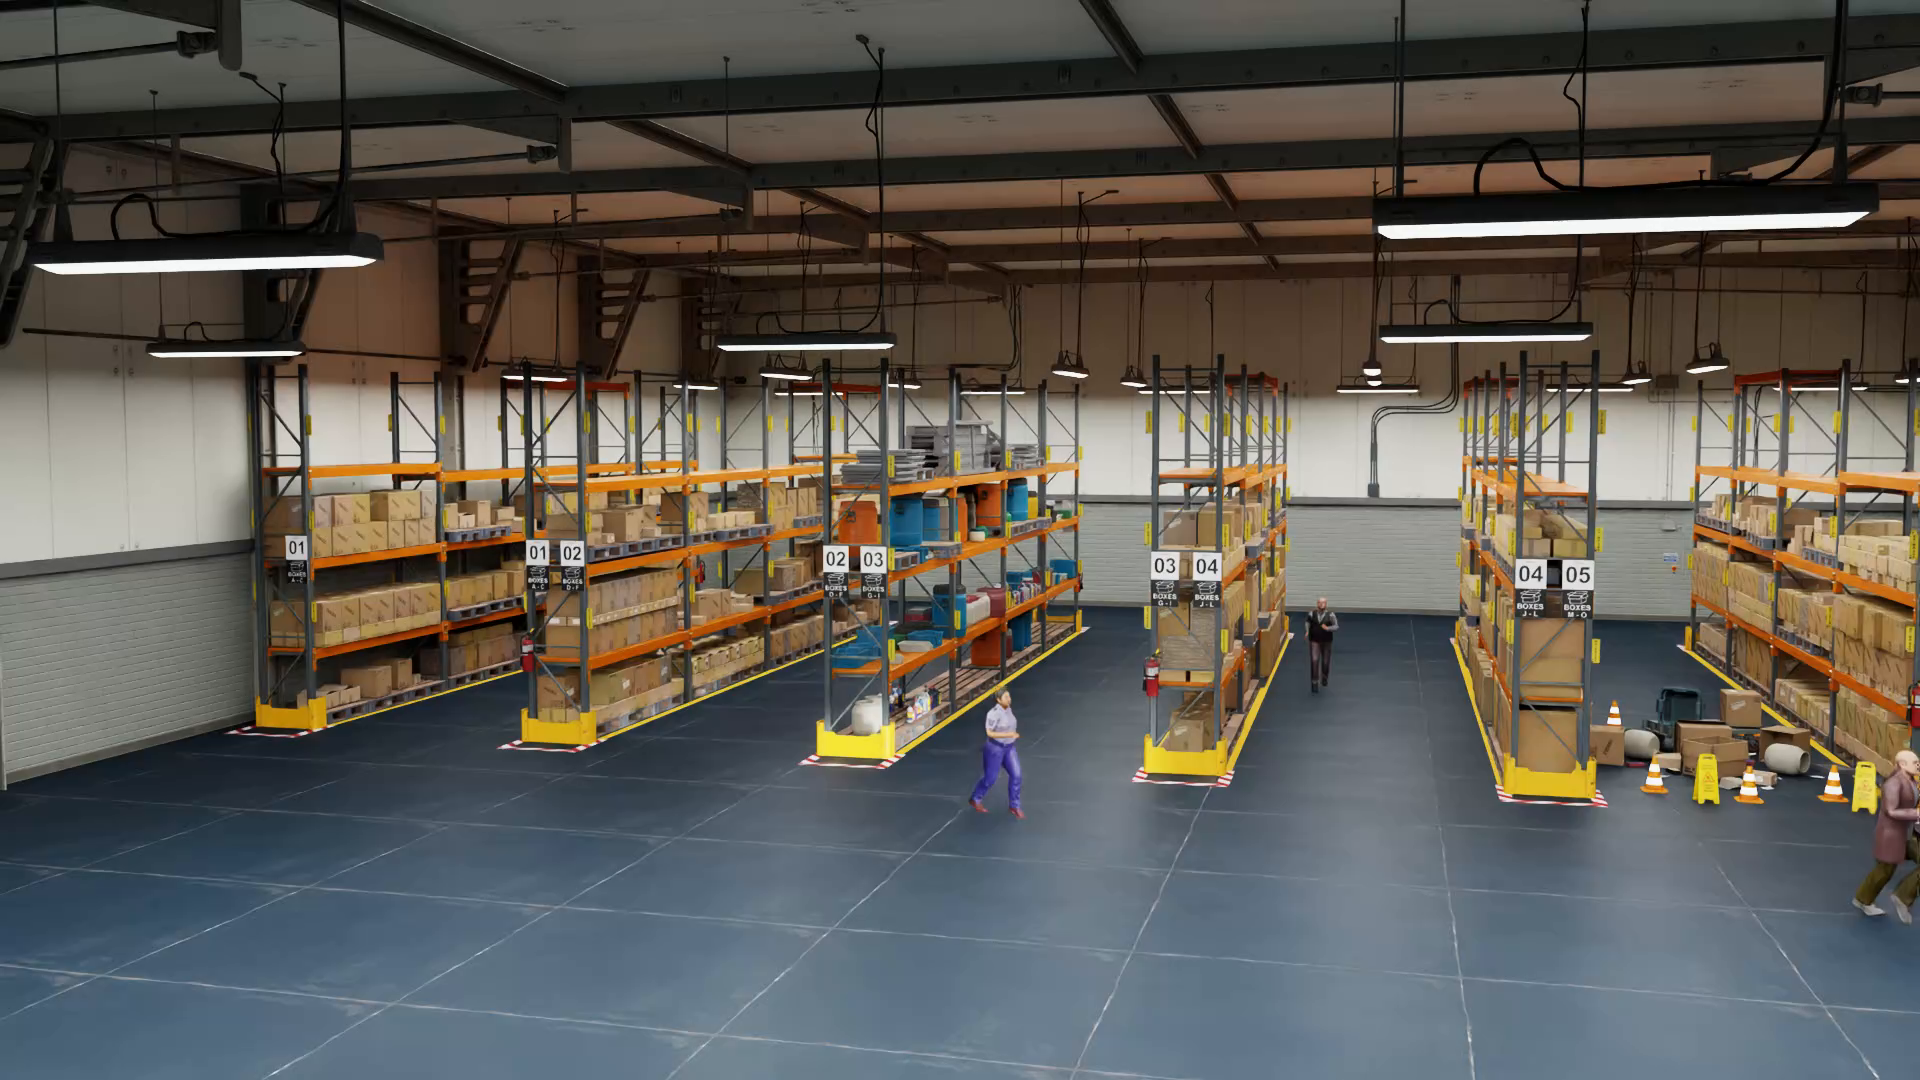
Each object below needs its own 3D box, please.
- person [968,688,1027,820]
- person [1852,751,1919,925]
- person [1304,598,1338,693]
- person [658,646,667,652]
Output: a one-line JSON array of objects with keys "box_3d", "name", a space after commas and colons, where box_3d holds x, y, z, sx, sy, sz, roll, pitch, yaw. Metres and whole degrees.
[{"box_3d": [0.485, 2.728, 21.234, 0.836, 1.699, 0.564, 3, 5, 41], "name": "person"}, {"box_3d": [9.401, 2.968, 16.661, 0.753, 1.766, 0.882, -3, 5, -34], "name": "person"}, {"box_3d": [6.806, 1.952, 31.369, 0.644, 1.734, 0.904, 1, 4, 13], "name": "person"}, {"box_3d": [-6.532, 1.634, 36.986, 0.572, 1.666, 0.802, 1, 4, 13], "name": "person"}]
